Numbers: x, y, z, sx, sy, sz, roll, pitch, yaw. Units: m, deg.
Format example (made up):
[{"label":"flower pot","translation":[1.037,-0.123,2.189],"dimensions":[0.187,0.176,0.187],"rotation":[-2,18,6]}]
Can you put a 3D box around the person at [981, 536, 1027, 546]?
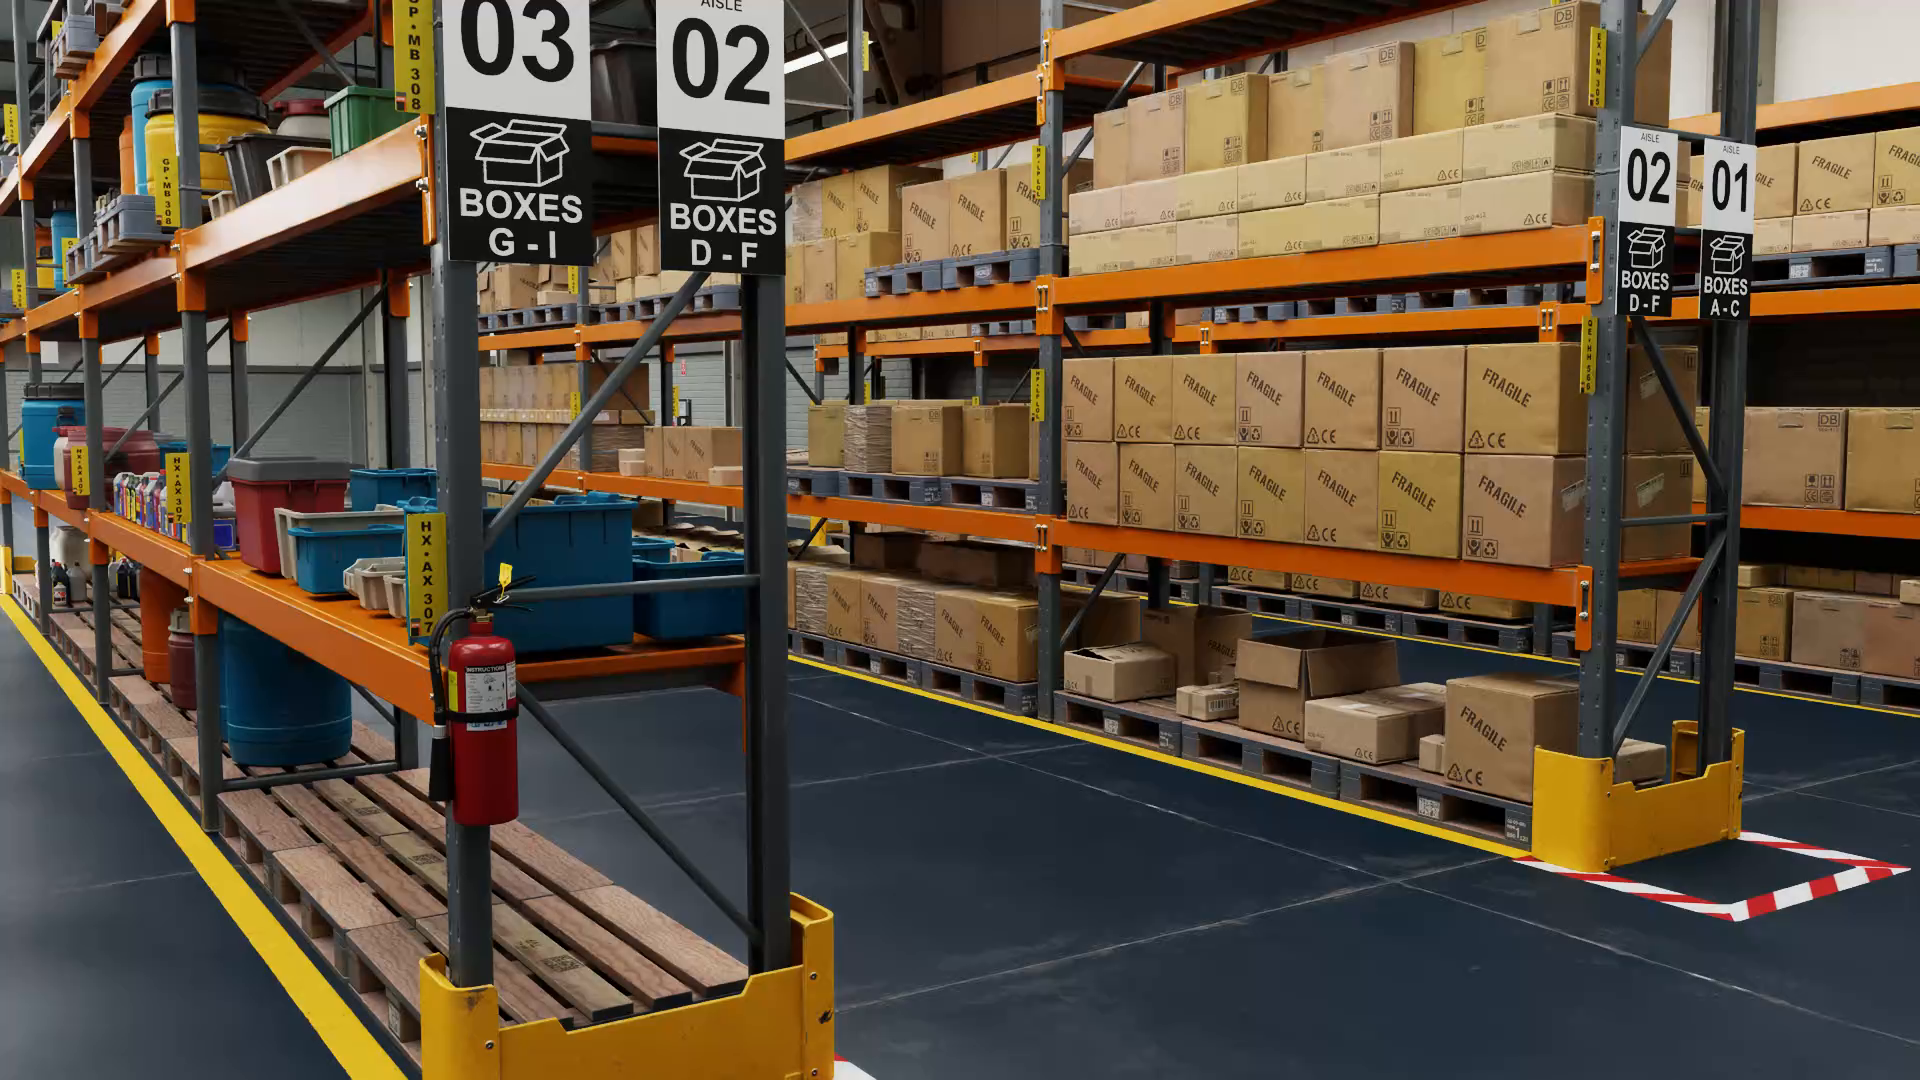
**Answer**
[{"label":"person","translation":[0.382,-0.017,14.793],"dimensions":[0.526,1.658,0.396],"rotation":[-4,6,-37]}]
